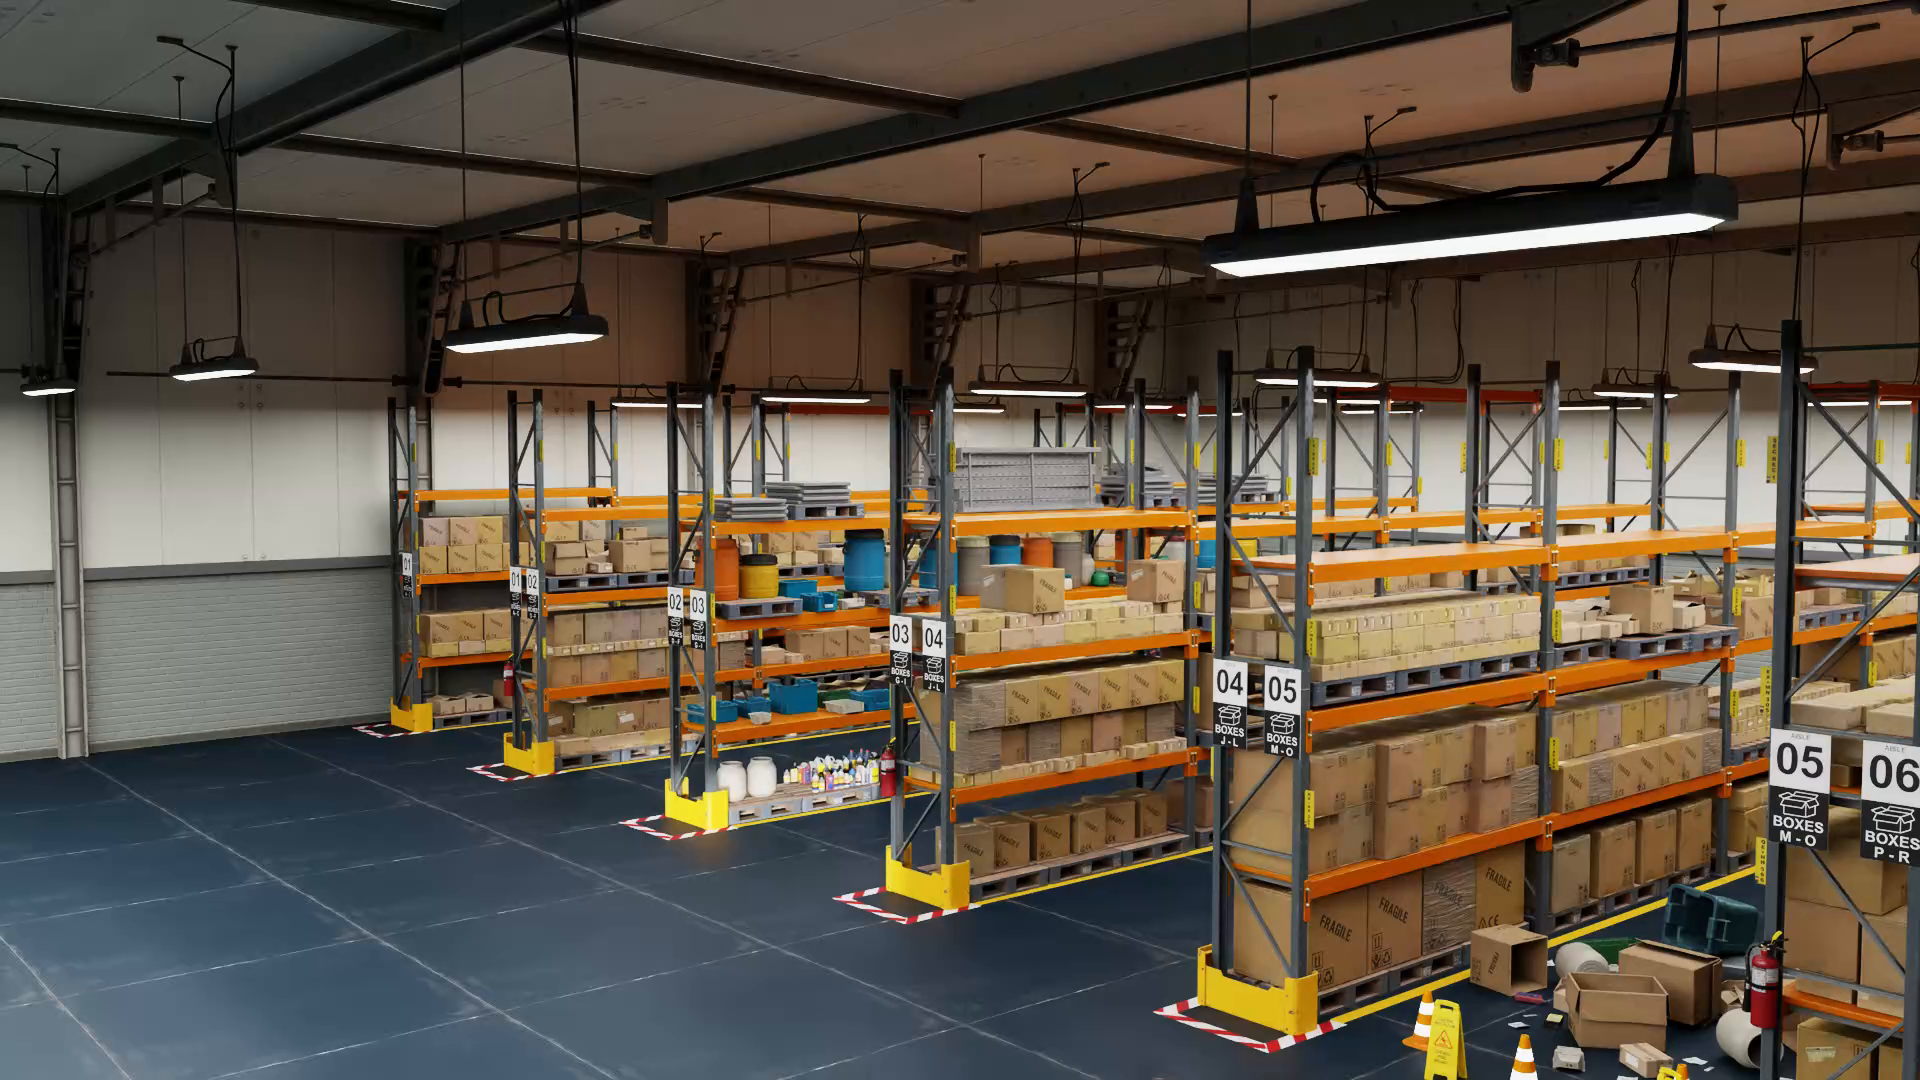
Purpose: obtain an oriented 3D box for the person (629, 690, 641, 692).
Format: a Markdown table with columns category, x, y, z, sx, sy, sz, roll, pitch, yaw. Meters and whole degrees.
| category | x | y | z | sx | sy | sz | roll | pitch | yaw |
| --- | --- | --- | --- | --- | --- | --- | --- | --- | --- |
| person | -5.657 | 2.660 | 29.217 | 0.983 | 1.658 | 0.564 | -3 | 5 | -42 |
